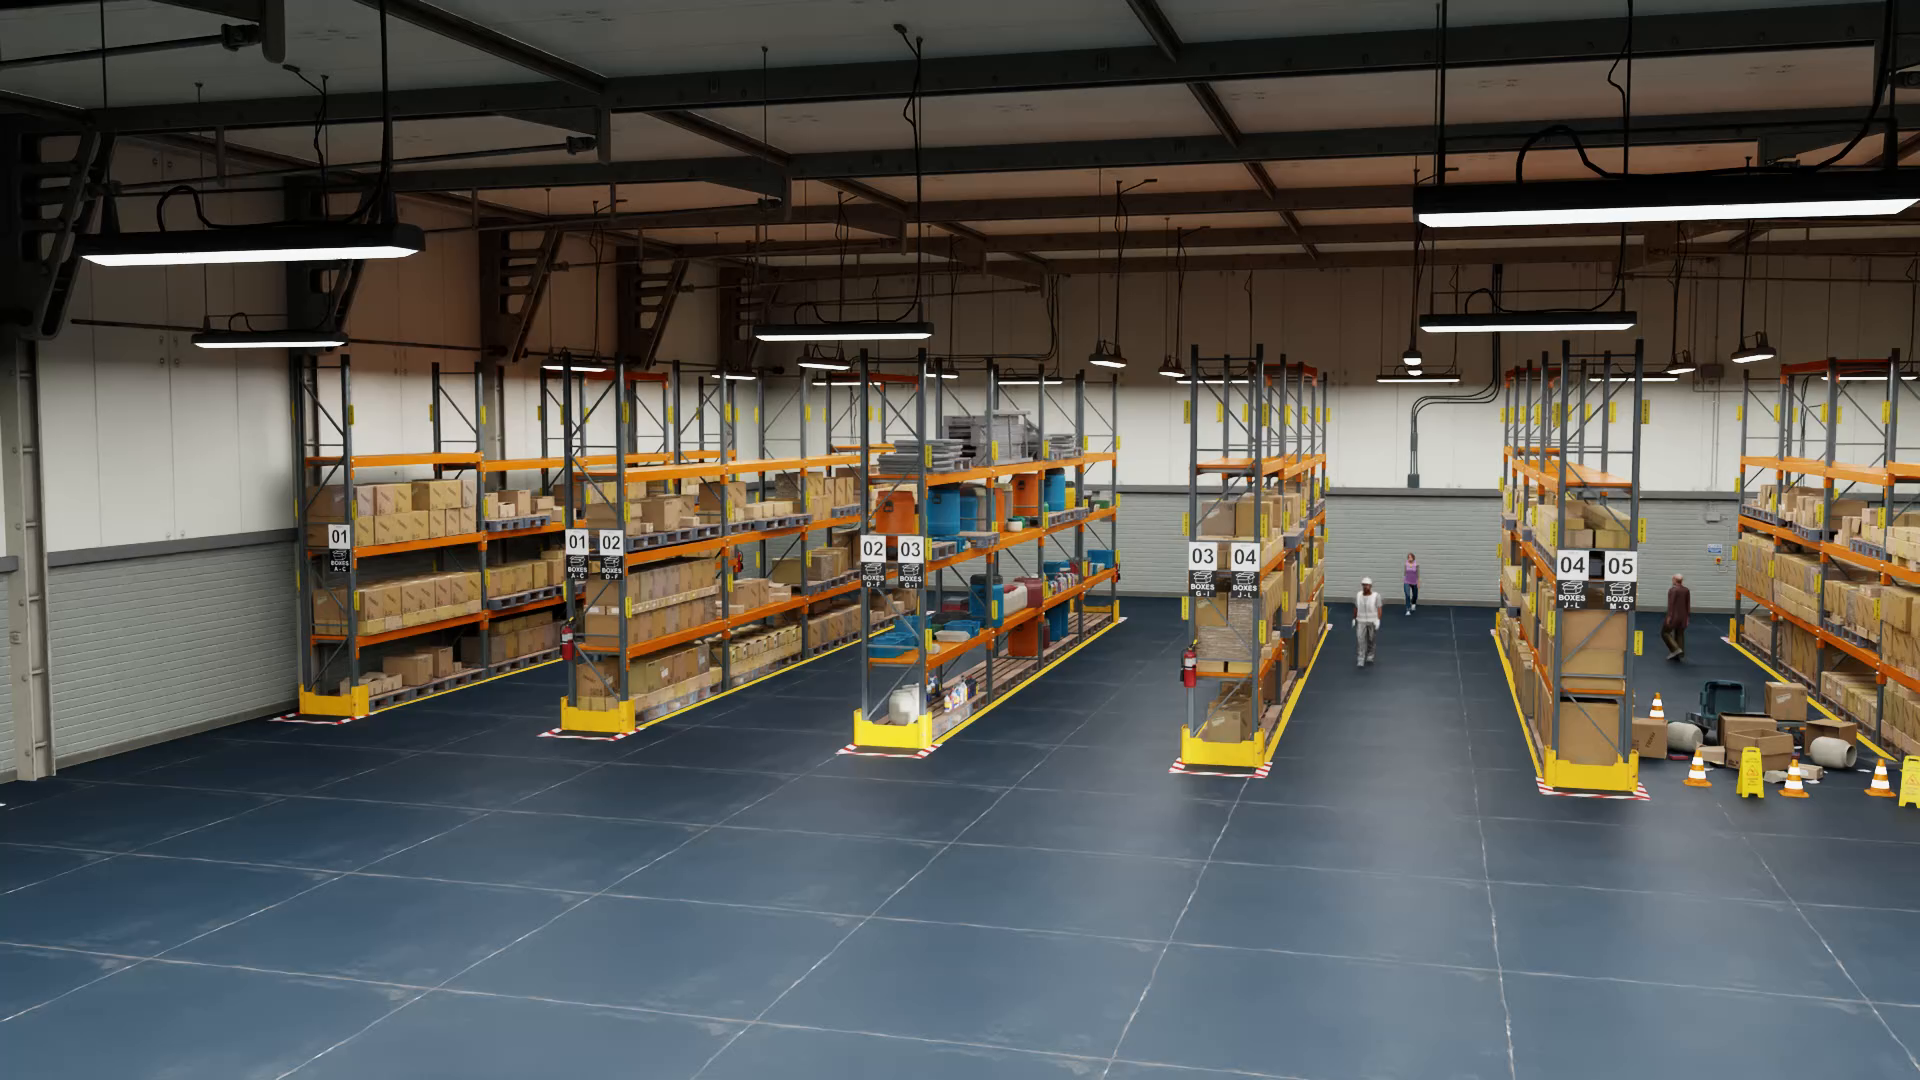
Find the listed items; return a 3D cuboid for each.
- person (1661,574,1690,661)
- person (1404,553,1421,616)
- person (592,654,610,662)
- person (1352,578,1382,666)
[{"bbox_3d":[14.619,1.576,33.842,0.638,1.777,0.539,-2,5,-24],"label":"person"},{"bbox_3d":[11.319,1.086,41.640,0.418,1.562,0.768,1,4,14],"label":"person"},{"bbox_3d":[-6.521,1.829,30.540,0.587,1.710,0.998,0,4,-1],"label":"person"},{"bbox_3d":[8.122,1.621,33.185,0.591,1.720,1.039,1,4,16],"label":"person"}]
